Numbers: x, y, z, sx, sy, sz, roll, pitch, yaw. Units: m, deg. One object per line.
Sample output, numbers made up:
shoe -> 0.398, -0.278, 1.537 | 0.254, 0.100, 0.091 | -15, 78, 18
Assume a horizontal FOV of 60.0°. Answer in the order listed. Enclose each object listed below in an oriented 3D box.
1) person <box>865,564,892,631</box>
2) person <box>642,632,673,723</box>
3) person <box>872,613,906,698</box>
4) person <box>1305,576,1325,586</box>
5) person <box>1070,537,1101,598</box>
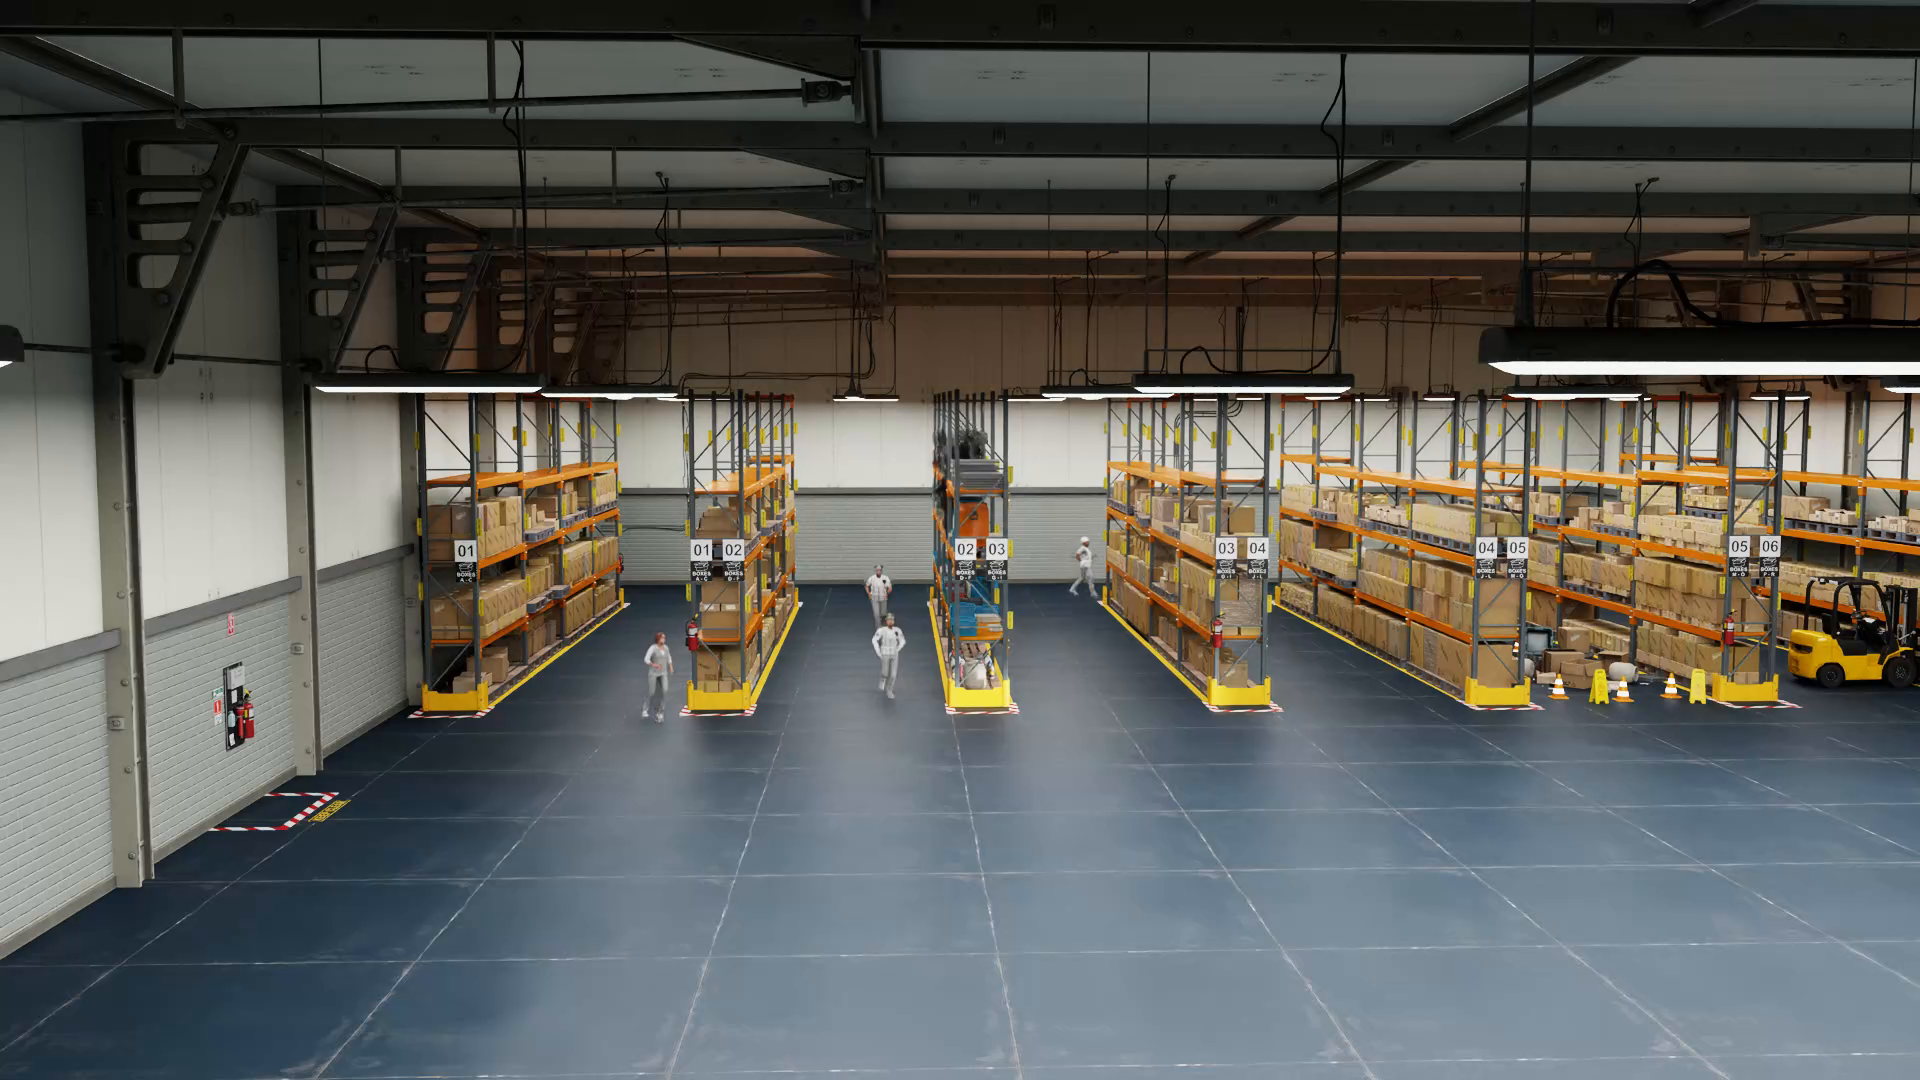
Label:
person -> -2.030, 1.478, 41.382 | 0.672, 1.769, 0.710 | 0, 5, -4
person -> -5.459, 2.470, 30.179 | 0.603, 1.604, 0.649 | -3, 6, -34
person -> -1.376, 2.250, 32.510 | 0.645, 1.667, 0.558 | -1, 5, -10
person -> 10.563, 0.836, 49.322 | 0.745, 1.835, 0.704 | -1, 5, -6
person -> 3.704, 0.805, 49.068 | 0.947, 1.799, 0.674 | 0, 5, 5
